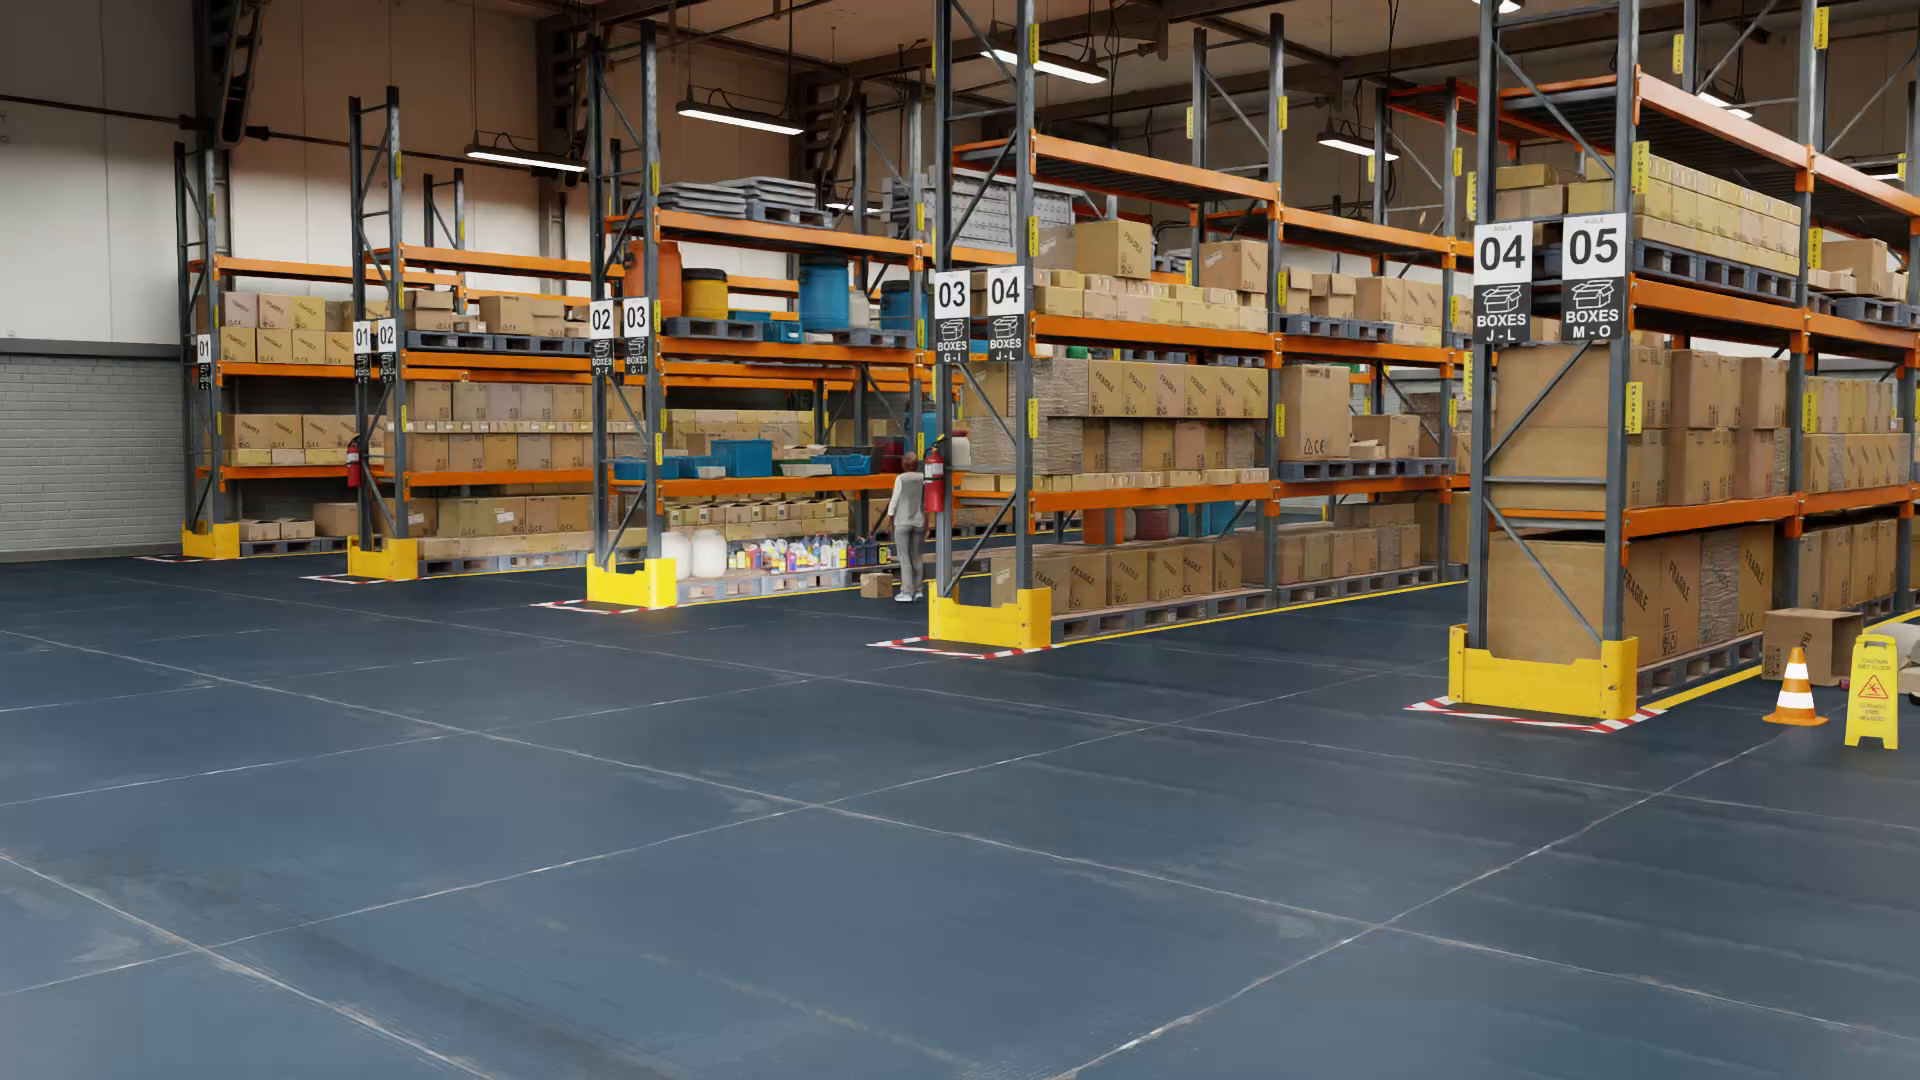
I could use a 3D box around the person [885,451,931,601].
[{"bbox_3d":[-0.565,-0.132,17.707,0.458,1.634,0.424,-2,4,-29],"label":"person"}]
